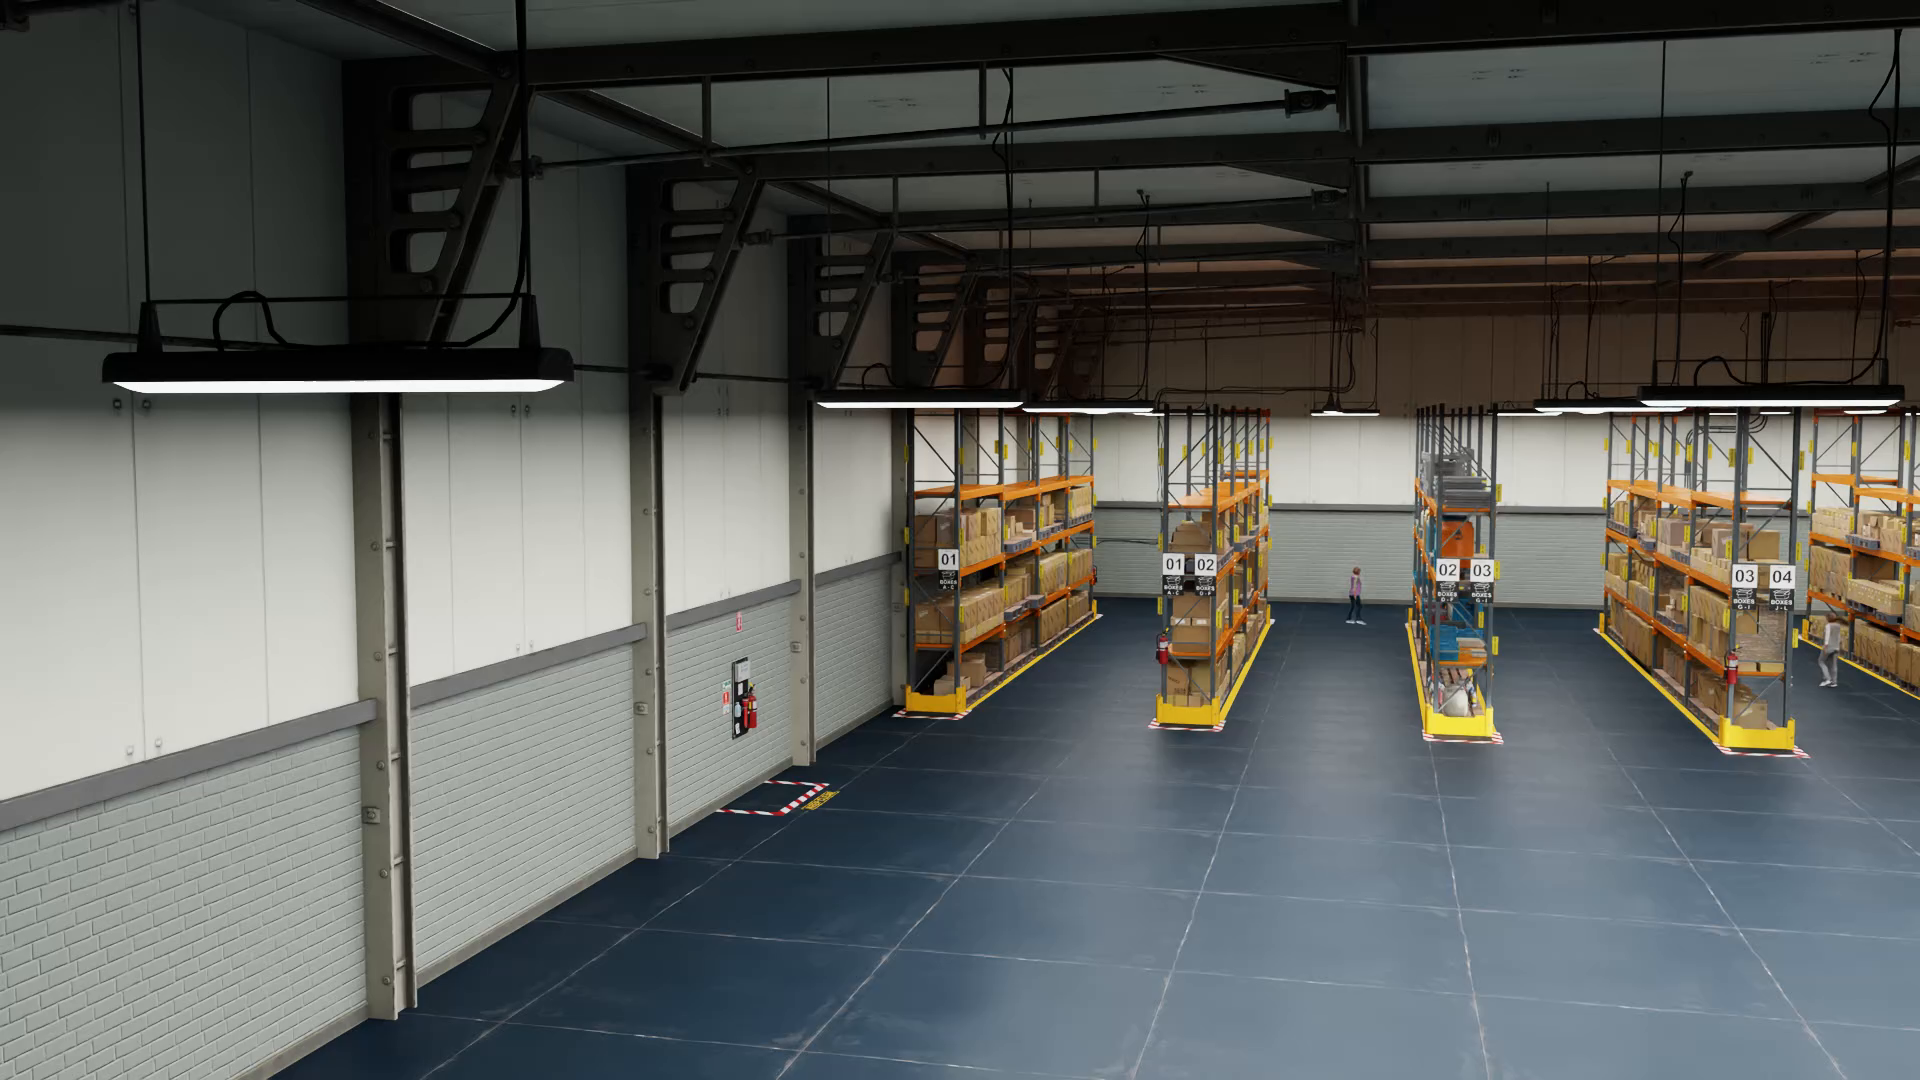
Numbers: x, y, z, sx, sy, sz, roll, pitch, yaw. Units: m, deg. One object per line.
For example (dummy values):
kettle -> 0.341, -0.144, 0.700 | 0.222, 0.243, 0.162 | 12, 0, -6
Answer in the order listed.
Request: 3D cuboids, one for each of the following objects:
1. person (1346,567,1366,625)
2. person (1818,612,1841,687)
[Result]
person -> 11.057, 1.557, 46.429 | 0.563, 1.616, 0.458 | 0, 4, -2
person -> 18.616, 2.345, 35.530 | 0.446, 1.612, 0.372 | -1, 4, -18
